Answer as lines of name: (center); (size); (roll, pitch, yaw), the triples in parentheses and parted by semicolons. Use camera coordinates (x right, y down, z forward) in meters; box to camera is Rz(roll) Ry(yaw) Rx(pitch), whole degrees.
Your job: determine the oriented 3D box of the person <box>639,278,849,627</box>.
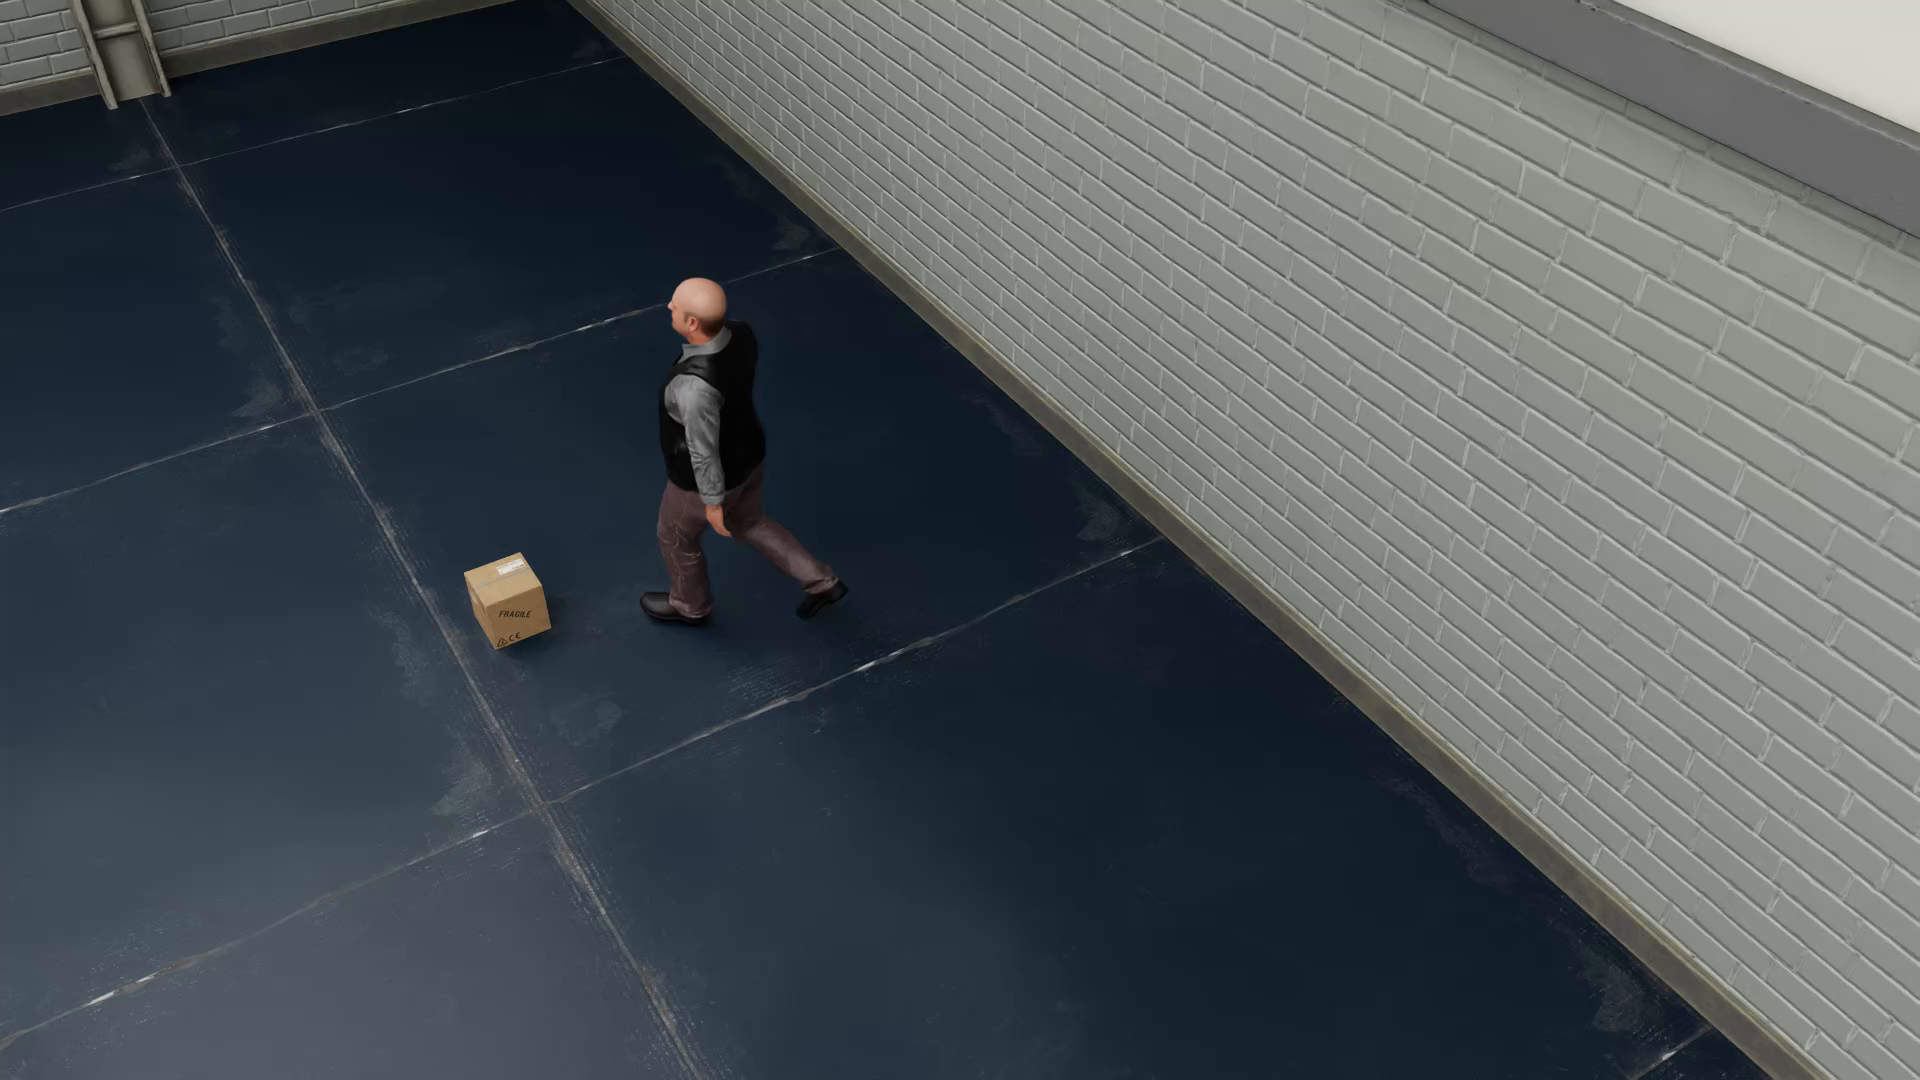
person: (-0.919, -0.286, 6.514); (0.900, 1.692, 0.539); (15, 43, 16)
